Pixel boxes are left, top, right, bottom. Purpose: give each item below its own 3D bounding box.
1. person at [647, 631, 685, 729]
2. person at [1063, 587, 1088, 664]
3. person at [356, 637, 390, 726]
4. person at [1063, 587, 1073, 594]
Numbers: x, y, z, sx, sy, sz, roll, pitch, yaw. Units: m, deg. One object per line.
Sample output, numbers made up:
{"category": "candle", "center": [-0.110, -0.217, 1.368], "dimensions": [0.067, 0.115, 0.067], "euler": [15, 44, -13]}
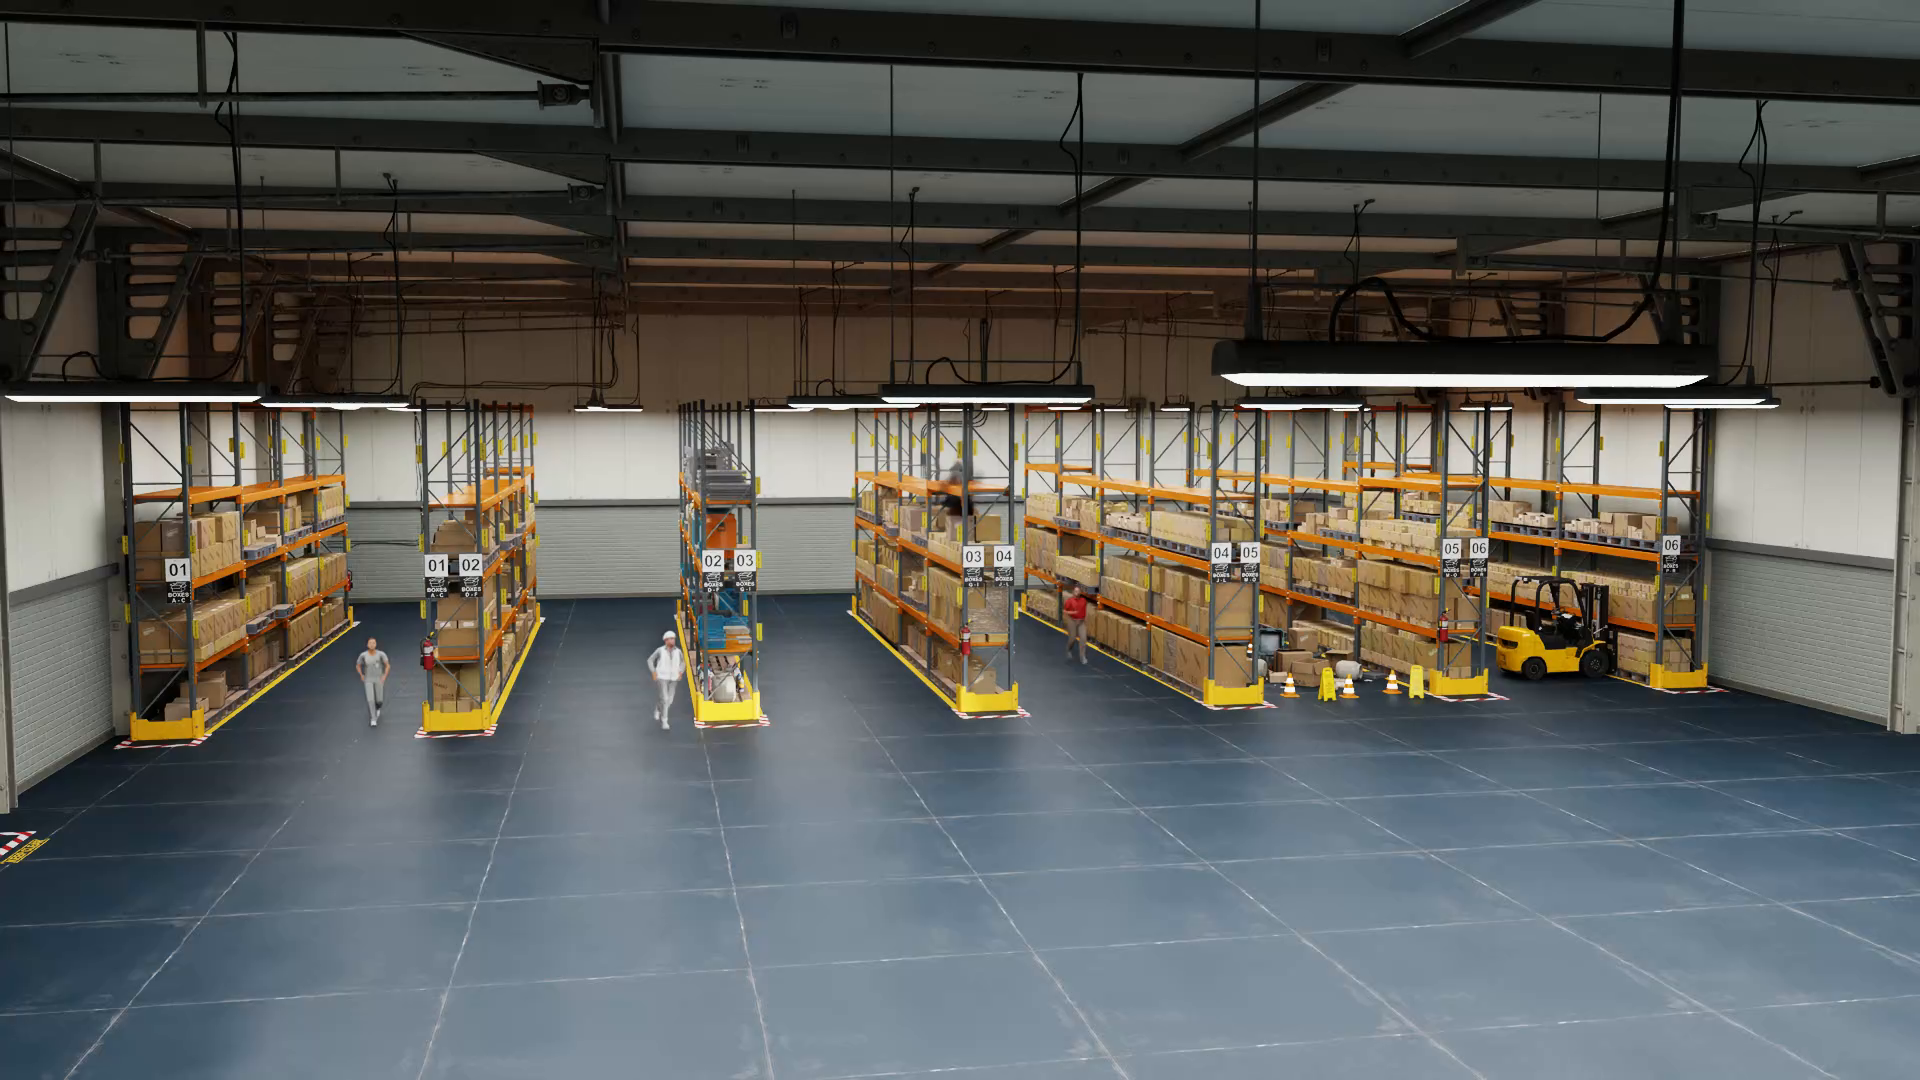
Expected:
{"category": "person", "center": [-5.390, 2.555, 30.630], "dimensions": [0.686, 1.753, 0.726], "euler": [-3, 5, -34]}
{"category": "person", "center": [2.697, 1.944, 38.292], "dimensions": [0.664, 1.726, 0.885], "euler": [-1, 4, -17]}
{"category": "person", "center": [-10.838, 2.589, 30.698], "dimensions": [0.592, 1.627, 0.664], "euler": [-2, 5, -19]}
{"category": "person", "center": [3.118, 1.163, 49.778], "dimensions": [0.676, 1.606, 0.792], "euler": [-4, 6, -45]}
